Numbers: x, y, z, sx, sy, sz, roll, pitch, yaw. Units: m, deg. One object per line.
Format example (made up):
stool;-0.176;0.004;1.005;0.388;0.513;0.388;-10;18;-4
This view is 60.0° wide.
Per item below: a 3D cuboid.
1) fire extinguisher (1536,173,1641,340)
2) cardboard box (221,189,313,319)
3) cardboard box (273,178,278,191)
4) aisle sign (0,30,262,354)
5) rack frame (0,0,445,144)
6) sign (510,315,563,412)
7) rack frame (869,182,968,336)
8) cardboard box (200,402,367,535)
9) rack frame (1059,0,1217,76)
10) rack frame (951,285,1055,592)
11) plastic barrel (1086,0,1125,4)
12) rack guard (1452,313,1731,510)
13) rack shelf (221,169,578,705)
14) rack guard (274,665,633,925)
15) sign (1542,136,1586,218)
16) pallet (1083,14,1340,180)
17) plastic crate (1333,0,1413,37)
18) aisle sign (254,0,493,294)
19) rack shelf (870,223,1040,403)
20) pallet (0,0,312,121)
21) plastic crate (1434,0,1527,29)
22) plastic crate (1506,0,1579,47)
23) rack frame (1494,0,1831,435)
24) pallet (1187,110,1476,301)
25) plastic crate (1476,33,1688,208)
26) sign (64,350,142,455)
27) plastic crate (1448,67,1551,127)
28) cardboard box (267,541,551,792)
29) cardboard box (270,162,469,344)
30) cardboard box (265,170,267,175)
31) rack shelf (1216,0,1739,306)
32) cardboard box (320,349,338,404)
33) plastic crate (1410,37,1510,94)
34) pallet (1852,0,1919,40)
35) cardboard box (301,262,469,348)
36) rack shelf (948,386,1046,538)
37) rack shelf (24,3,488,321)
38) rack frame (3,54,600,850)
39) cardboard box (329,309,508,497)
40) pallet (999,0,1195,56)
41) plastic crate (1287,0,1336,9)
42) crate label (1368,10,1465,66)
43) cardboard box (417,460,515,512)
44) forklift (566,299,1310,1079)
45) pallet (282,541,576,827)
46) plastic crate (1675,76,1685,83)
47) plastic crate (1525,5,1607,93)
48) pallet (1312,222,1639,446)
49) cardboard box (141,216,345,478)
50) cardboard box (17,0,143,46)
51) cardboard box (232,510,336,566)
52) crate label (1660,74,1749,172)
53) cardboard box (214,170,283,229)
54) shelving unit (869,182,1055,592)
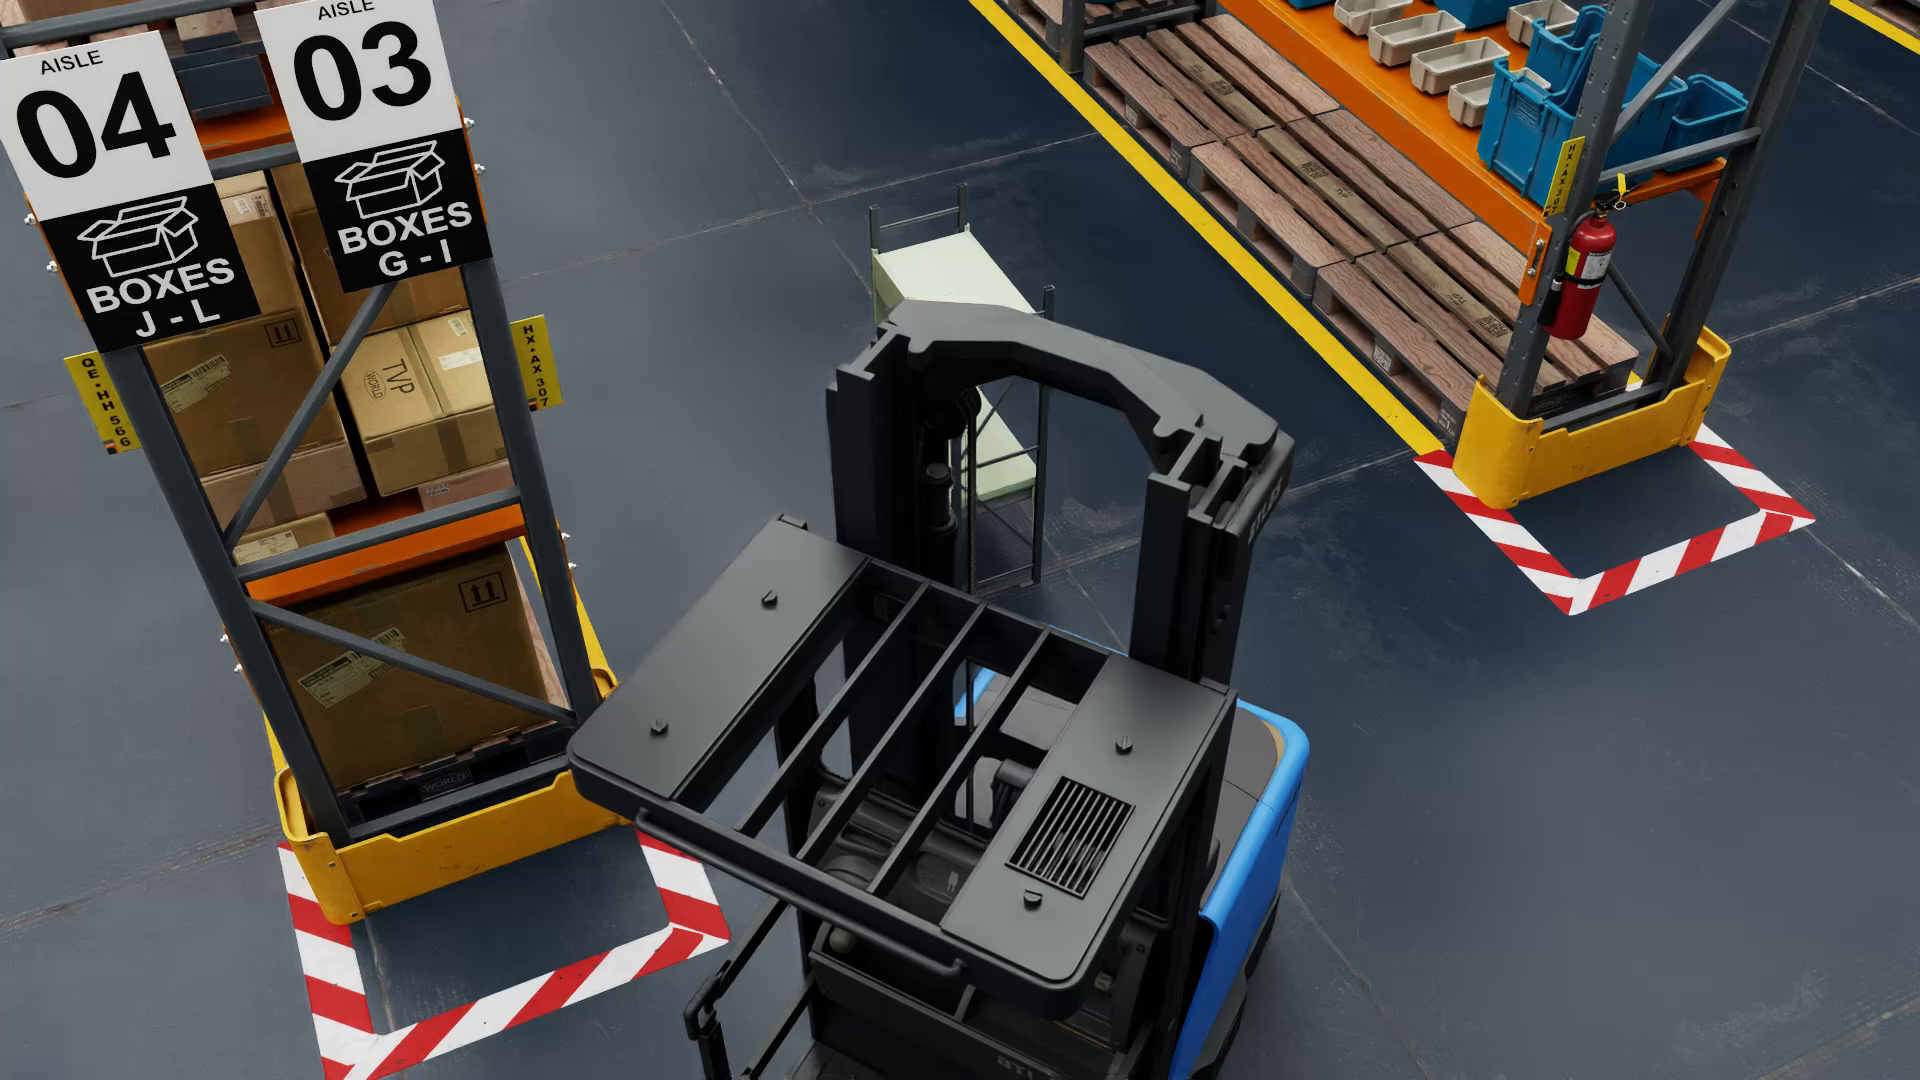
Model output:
fire extinguisher;2.411;-1.086;6.404;0.296;0.674;0.183;-18;47;-17
cardboard box;-2.606;-0.944;5.835;0.500;0.250;0.500;-20;48;-19
cardboard box;-2.125;-1.366;5.728;0.500;0.500;0.500;-19;48;-18
aisle sign;-1.976;-0.804;3.947;0.394;0.787;0.004;-18;47;-17
rack frame;-1.734;-2.149;2.890;1.000;3.000;0.127;-18;47;-17
sign;-1.228;-0.510;4.827;0.100;0.325;0.005;-18;47;-17
rack frame;-0.157;-0.771;6.833;0.400;1.500;0.023;-18;47;-17
cardboard box;-2.179;-0.296;5.179;0.500;0.250;0.500;-19;48;-18
rack frame;1.078;-4.025;9.063;1.000;3.000;0.127;-18;47;-17
rack frame;0.151;-0.305;6.360;0.400;1.500;0.023;-18;47;-17
plastic barrel;0.864;-3.779;10.009;0.600;0.901;0.708;-18;47;-17
rack guard;2.781;-0.575;7.346;1.175;0.500;0.348;-18;47;-17
rack shelf;-2.575;-1.032;6.541;1.077;0.370;4.000;-18;47;-17
rack guard;-1.724;0.892;5.859;1.175;0.500;0.348;-18;47;-17
sign;2.267;-1.361;6.247;0.100;0.325;0.005;-18;47;-17
pallet;1.422;-2.575;9.579;1.003;0.211;1.213;-18;47;-17
plastic crate;1.863;-2.412;7.573;0.298;0.136;0.250;-18;47;-17
aisle sign;-1.432;-0.982;4.127;0.394;0.787;0.004;-18;47;-17
rack shelf;-0.003;-0.816;6.322;0.431;0.370;0.720;-18;47;-17
pallet;-2.056;-1.519;4.450;1.003;0.211;1.213;-18;47;-17
plastic crate;2.401;-2.532;7.625;0.416;0.233;0.300;-18;47;-17
plastic crate;2.609;-2.319;7.479;0.250;0.136;0.298;-18;47;-17
rack frame;2.759;-1.476;6.479;1.000;3.000;0.127;-18;47;-17
pallet;1.939;-1.797;8.790;1.003;0.211;1.213;-18;47;-17
plastic crate;2.449;-1.668;6.606;0.616;0.435;0.499;-18;47;-17
sign;-2.233;-0.359;4.354;0.100;0.325;0.005;-18;47;-17
plastic crate;2.252;-1.870;7.023;0.396;0.136;0.243;-18;47;-17
cardboard box;-2.076;0.209;5.985;0.875;0.875;0.875;-18;47;-17
cardboard box;-1.901;-1.037;5.395;0.500;0.500;0.500;-19;48;-18
cardboard box;-3.029;-1.591;6.491;0.500;0.250;0.500;-17;47;-16
rack shelf;1.919;-2.495;8.024;1.077;0.370;4.000;-18;47;-17
cardboard box;-2.392;-0.620;5.506;0.500;0.250;0.500;-19;48;-18
plastic crate;2.144;-2.059;7.215;0.396;0.136;0.243;-18;47;-17
pallet;6.378;-3.276;10.289;1.003;0.211;1.213;-18;47;-17
cardboard box;-1.916;-0.781;5.670;0.500;0.250;0.500;-19;48;-18
rack shelf;-0.003;-0.306;6.825;0.431;0.370;0.720;-18;47;-17
rack shelf;-2.575;-2.100;5.488;1.077;0.370;4.000;-18;47;-17
rack frame;-1.734;-0.013;4.997;1.000;3.000;0.127;-18;47;-17
cardboard box;-1.691;-0.452;5.336;0.500;0.250;0.500;-19;48;-18
pallet;0.791;-3.537;10.553;1.003;0.211;1.213;-18;47;-17
plastic crate;1.663;-2.671;7.767;0.416;0.233;0.300;-18;47;-17
crate label;2.004;-2.229;7.387;0.396;0.136;0.243;-18;47;-17
cardboard box;-1.584;-0.248;5.413;0.380;0.149;0.250;-18;47;-17
forklift;-0.073;1.035;3.983;1.130;2.935;3.031;21;48;20
pallet;-2.142;0.493;6.469;1.003;0.211;1.213;-18;47;-17
plastic crate;2.895;-1.887;7.041;0.250;0.136;0.298;-18;47;-17
plastic crate;2.678;-2.112;7.200;0.416;0.233;0.300;-18;47;-17
pallet;2.448;-1.021;8.003;1.003;0.211;1.213;-18;47;-17
cardboard box;-2.178;-0.566;4.918;0.500;0.500;0.500;-17;47;-17
cardboard box;-2.002;-1.617;4.045;0.700;0.500;0.500;-21;48;-20
cardboard box;-2.183;-0.054;5.216;0.380;0.149;0.250;-17;47;-17
crate label;2.954;-1.692;6.775;0.416;0.233;0.303;-18;47;-17
cardboard box;-2.829;-1.275;6.170;0.500;0.250;0.500;-18;47;-17
shelving unit;-0.003;-0.538;6.596;0.431;1.500;0.755;-18;47;-17
